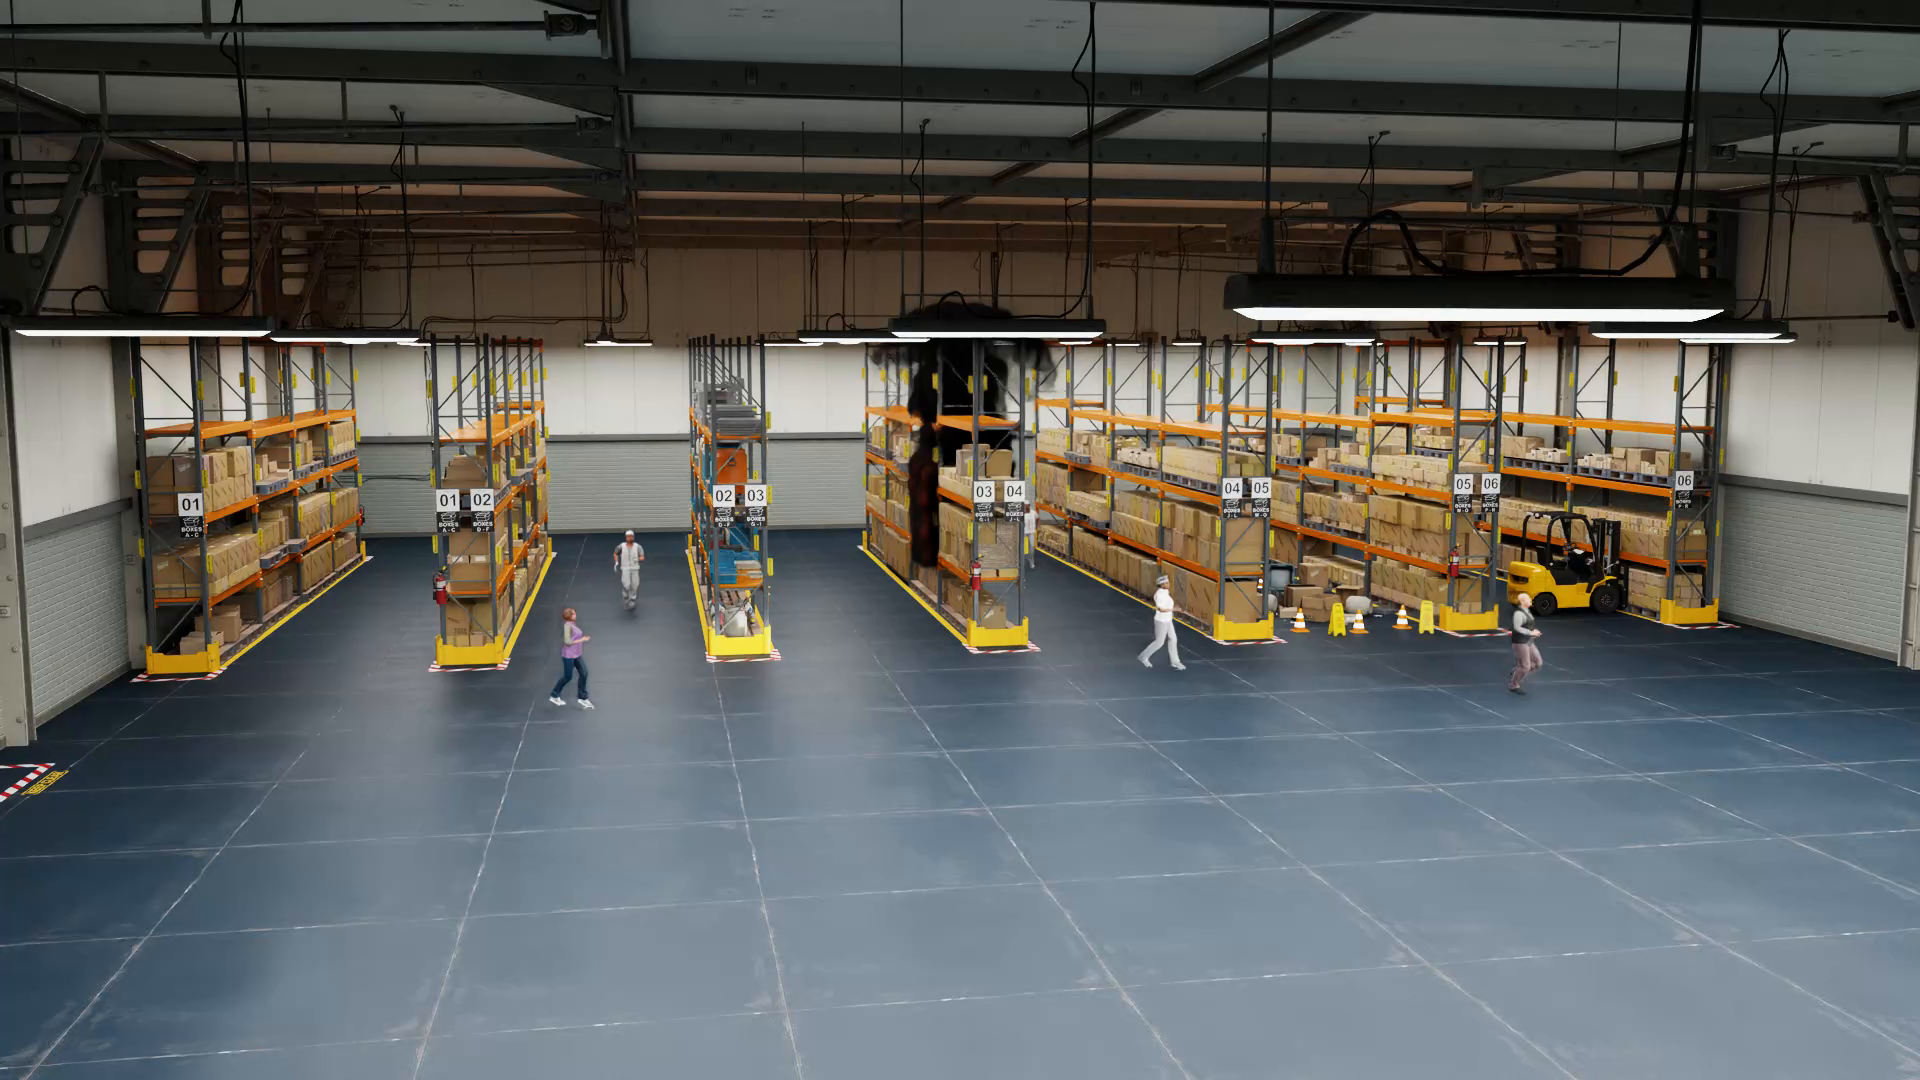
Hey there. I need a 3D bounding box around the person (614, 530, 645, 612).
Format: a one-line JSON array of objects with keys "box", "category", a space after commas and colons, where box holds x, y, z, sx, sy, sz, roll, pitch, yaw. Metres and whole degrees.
[{"box": [-7.206, 0.678, 36.305, 0.648, 1.773, 0.688, -2, 7, -17], "category": "person"}]

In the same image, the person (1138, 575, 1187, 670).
[{"box": [3.621, 1.466, 29.668, 0.870, 1.690, 0.578, 2, 7, 18], "category": "person"}]

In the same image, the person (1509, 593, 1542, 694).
[{"box": [9.403, 1.723, 27.611, 0.555, 1.690, 0.708, 4, 8, 34], "category": "person"}]

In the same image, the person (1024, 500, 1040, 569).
[{"box": [1.789, -0.171, 43.761, 0.707, 1.768, 0.969, -1, 7, -6], "category": "person"}]

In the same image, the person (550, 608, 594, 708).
[{"box": [-6.210, 1.885, 26.506, 0.706, 1.635, 0.520, 1, 7, 9], "category": "person"}]
